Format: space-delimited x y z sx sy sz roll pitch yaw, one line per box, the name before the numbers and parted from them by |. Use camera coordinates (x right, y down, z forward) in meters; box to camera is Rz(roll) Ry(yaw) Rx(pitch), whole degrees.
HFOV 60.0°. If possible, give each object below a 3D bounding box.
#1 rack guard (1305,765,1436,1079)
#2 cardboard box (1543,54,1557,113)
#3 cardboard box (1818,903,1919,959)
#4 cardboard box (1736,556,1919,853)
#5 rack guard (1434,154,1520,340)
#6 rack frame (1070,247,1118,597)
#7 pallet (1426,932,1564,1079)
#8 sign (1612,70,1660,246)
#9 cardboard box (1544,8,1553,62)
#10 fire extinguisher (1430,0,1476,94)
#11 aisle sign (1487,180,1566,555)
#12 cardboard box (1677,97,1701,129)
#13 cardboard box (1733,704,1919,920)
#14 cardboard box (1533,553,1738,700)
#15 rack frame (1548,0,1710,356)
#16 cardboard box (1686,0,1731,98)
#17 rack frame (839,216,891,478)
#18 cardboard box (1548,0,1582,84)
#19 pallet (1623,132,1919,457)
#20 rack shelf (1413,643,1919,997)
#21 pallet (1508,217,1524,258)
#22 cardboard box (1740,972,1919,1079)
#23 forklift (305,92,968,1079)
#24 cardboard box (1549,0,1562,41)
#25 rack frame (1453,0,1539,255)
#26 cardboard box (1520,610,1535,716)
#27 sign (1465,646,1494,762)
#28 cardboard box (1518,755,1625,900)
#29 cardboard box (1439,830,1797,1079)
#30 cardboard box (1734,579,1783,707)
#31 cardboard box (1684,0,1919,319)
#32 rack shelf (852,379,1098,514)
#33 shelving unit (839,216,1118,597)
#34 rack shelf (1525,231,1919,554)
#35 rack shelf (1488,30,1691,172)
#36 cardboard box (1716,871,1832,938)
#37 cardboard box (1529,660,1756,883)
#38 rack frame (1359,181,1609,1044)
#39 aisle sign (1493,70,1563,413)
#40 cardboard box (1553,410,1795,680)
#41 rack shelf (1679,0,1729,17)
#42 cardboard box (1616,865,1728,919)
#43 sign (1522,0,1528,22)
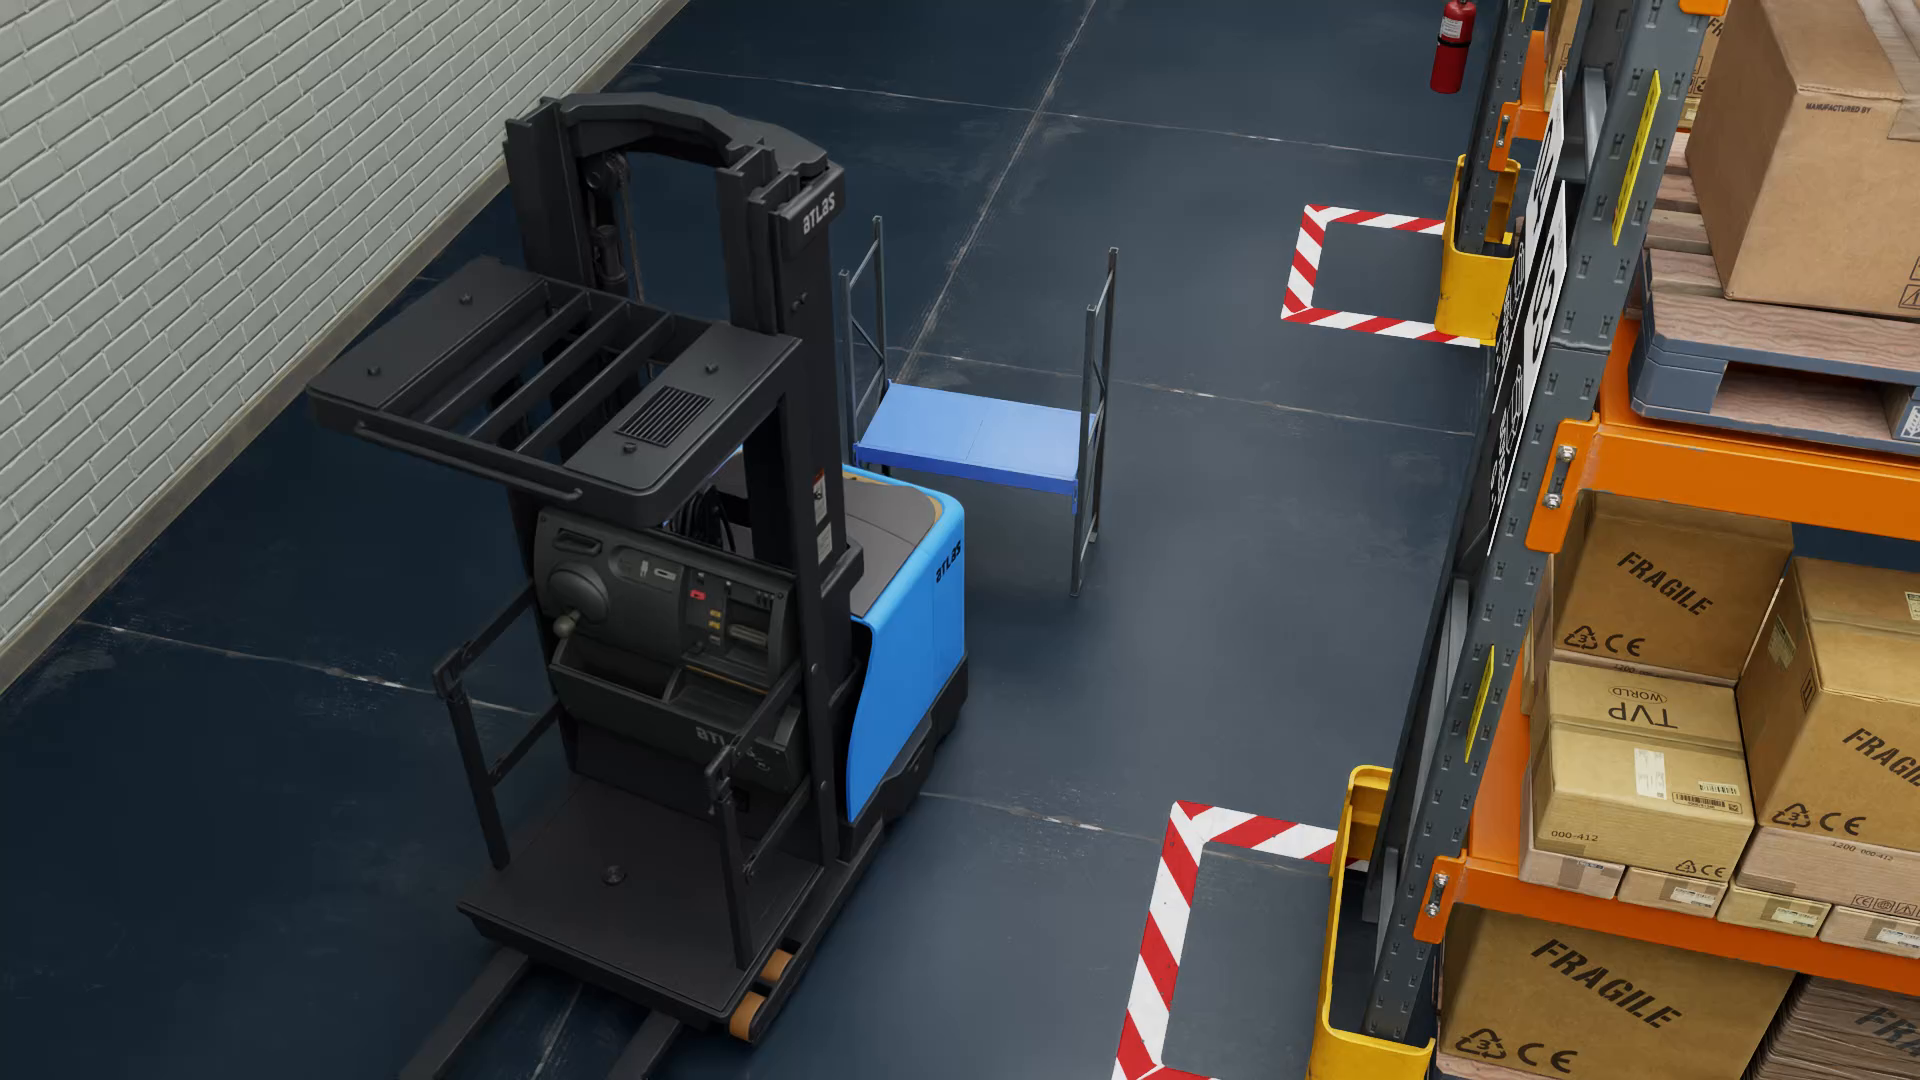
rack guard | 1.434 1.387 5.710 0.348 0.500 1.175 10 41 11
cardboard box | 3.065 -2.277 8.325 0.250 0.149 0.380 9 41 11
cardboard box | 2.463 0.921 4.517 0.250 0.149 0.380 9 41 11
cardboard box | 2.334 0.421 4.219 0.500 0.500 0.500 9 41 10
rack guard | 2.910 -1.661 9.339 0.348 0.500 1.175 10 41 11
rack frame | 0.573 -0.476 7.150 0.032 1.500 0.500 10 41 11
pallet | 2.250 1.586 5.698 1.213 0.211 1.003 10 41 11
sign | 1.308 -0.736 3.221 0.005 0.325 0.100 10 41 11
cardboard box | 3.225 -2.656 8.776 0.250 0.149 0.380 10 41 11
fire extinguisher | 2.713 -2.787 9.086 0.183 0.674 0.296 10 41 11
aisle sign | 1.310 -0.388 3.858 0.004 0.787 0.394 10 41 11
cardboard box | 3.568 -2.183 8.212 0.250 0.149 0.380 9 41 10
cardboard box | 2.355 0.707 4.461 0.500 0.250 0.500 9 41 11
cardboard box | 1.994 0.293 4.954 0.500 0.250 0.500 9 41 11
rack frame | 1.457 -1.864 2.972 0.127 3.000 1.000 10 41 11
cardboard box | 3.723 -2.464 8.042 0.500 0.500 0.500 10 41 12
rack frame | -0.409 -0.645 7.351 0.032 1.500 0.500 10 41 11
cardboard box | 3.199 -2.537 8.129 0.500 0.500 0.500 12 41 13
pallet | 2.176 -0.564 3.826 1.213 0.211 1.003 10 41 11
rack shelf | 3.389 1.042 4.737 4.000 0.370 1.077 10 41 11
pallet | 3.686 -1.394 9.245 1.213 0.211 1.003 10 41 11
cardboard box | 2.975 1.294 5.202 0.875 0.875 0.875 10 41 11
forklift | -1.048 0.270 5.149 1.130 2.935 3.031 17 43 19
cardboard box | 3.338 -2.868 8.524 0.500 0.500 0.500 11 41 12
rack frame | 2.837 -2.631 8.550 0.127 3.000 1.000 10 41 11
cardboard box | 1.886 0.384 5.155 0.250 0.149 0.380 11 41 12
sign | 1.308 0.416 4.188 0.005 0.325 0.100 10 41 11
cardboard box | 1.715 0.794 4.668 0.250 0.149 0.380 10 41 12
cardboard box | 2.096 1.143 5.382 0.875 0.875 0.875 10 41 11
cardboard box | 2.484 0.378 4.853 0.500 0.250 0.500 9 41 11
cardboard box | 1.973 -0.899 3.674 0.500 0.500 0.700 7 41 9
rack shelf | 0.082 -0.422 7.366 1.000 0.185 0.538 10 41 11
shelving unit | 0.082 -0.560 7.251 1.048 1.500 0.538 10 41 11
rack shelf | 3.389 -0.107 3.772 4.000 0.370 1.077 10 41 11
rack shelf | 4.769 -2.023 8.386 4.000 0.370 1.077 10 41 11
cardboard box | 2.210 0.878 4.568 0.250 0.149 0.380 9 41 10
cardboard box | 1.851 0.625 4.559 0.500 0.250 0.500 9 41 10
rack frame | 1.457 0.434 4.901 0.127 3.000 1.000 10 41 11
aisle sign | 1.465 -0.760 4.301 0.004 0.787 0.394 10 41 11
cardboard box | 1.996 0.008 4.711 0.500 0.500 0.500 10 41 12
rack shelf | 3.389 -1.103 2.936 4.000 0.370 1.077 10 41 11
cardboard box | 1.963 0.836 4.618 0.250 0.149 0.380 9 41 11
sign | 2.697 -2.625 7.871 0.005 0.325 0.100 10 41 11
